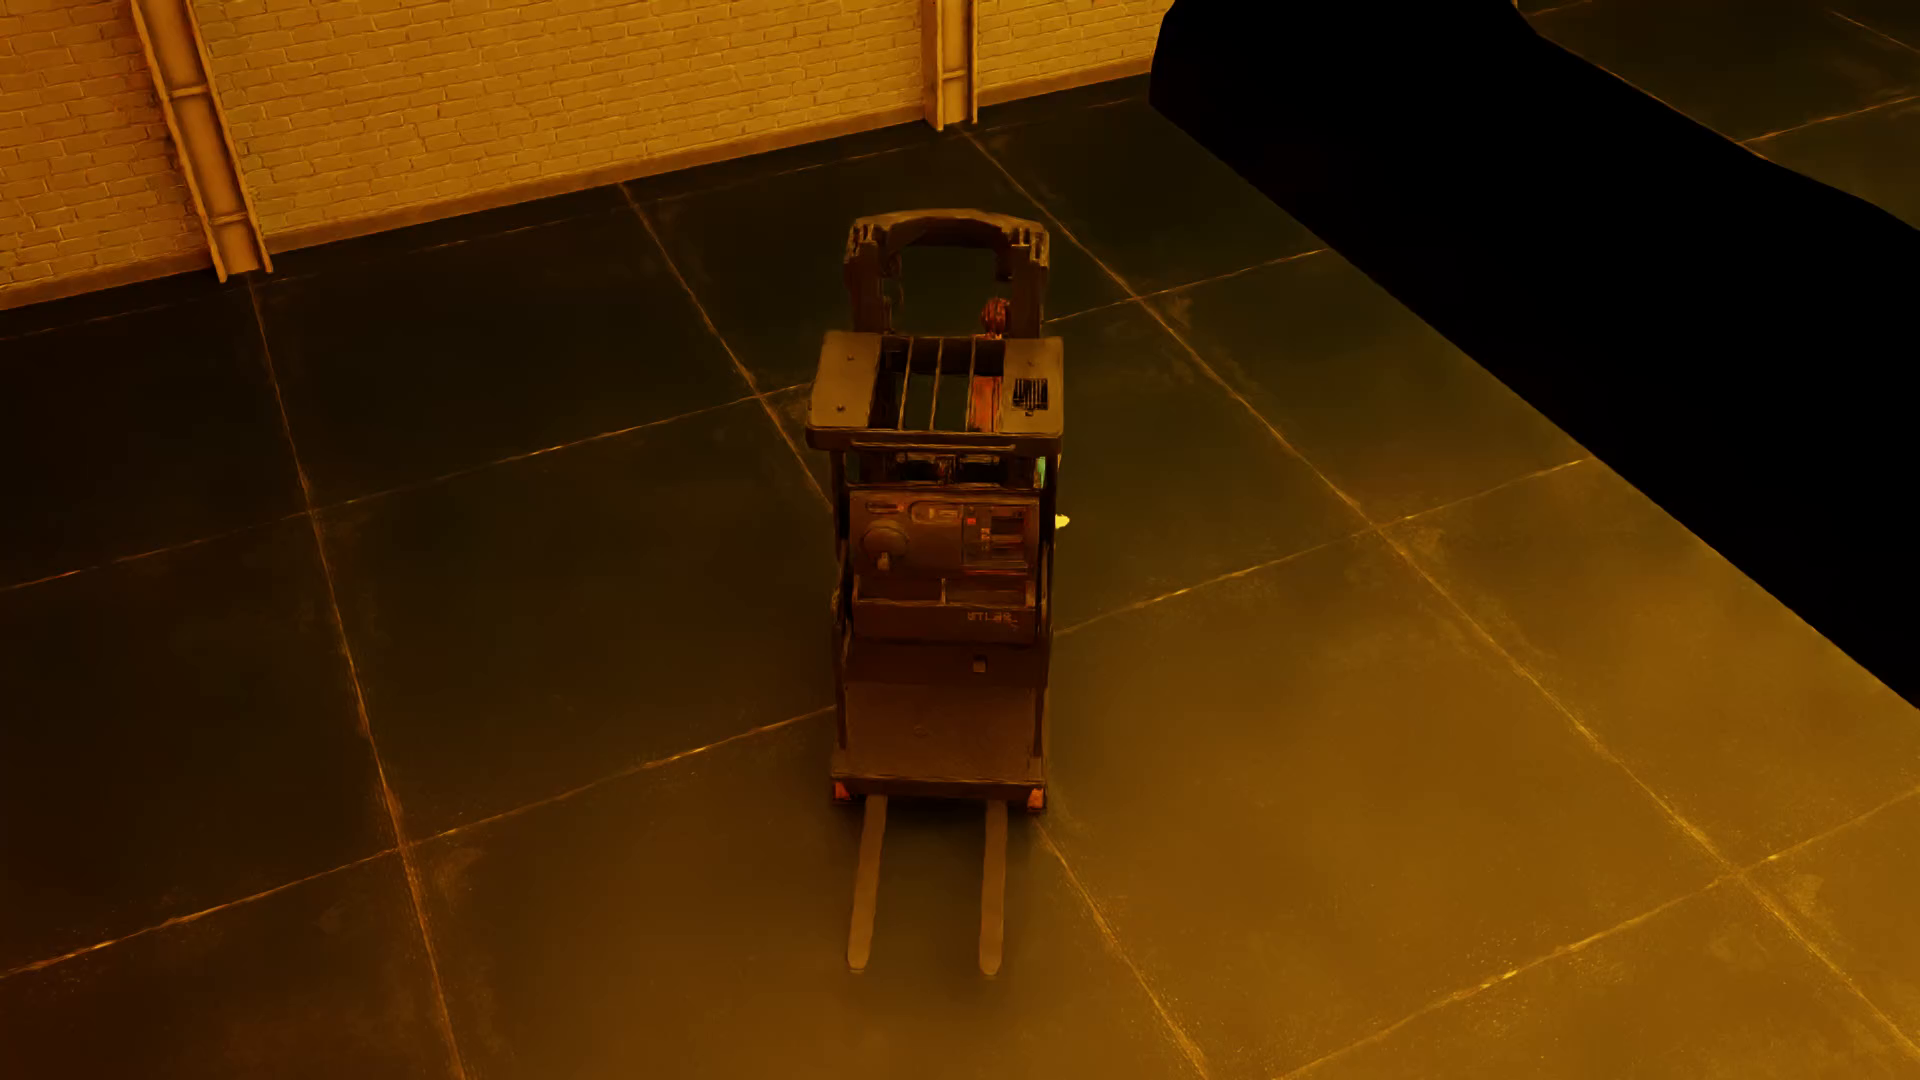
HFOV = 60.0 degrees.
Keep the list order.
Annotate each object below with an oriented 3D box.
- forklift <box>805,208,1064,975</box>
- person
[{"bbox_3d":[-0.088,0.045,7.962,1.130,2.935,3.031,2,40,2],"label":"forklift"},{"bbox_3d":[0.326,-0.742,9.974,0.552,1.604,0.738,-24,46,-26],"label":"person"}]
